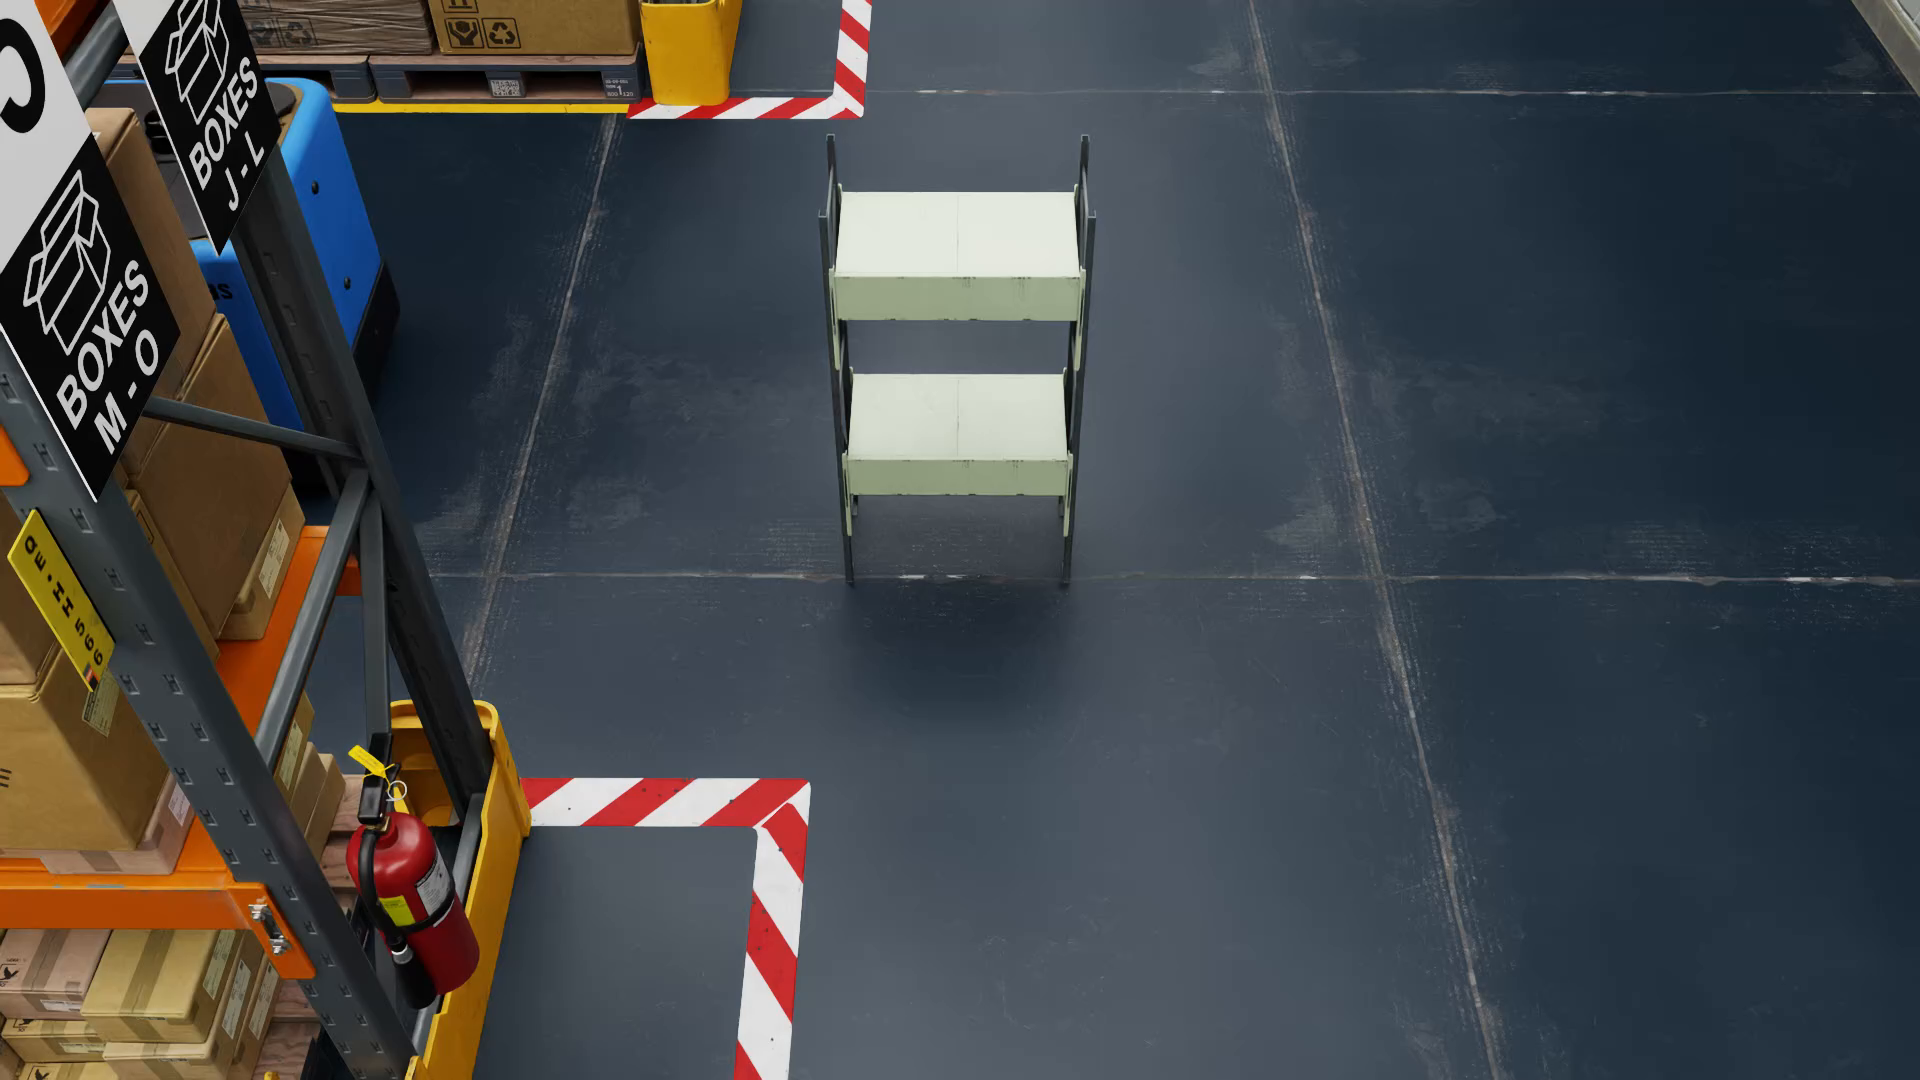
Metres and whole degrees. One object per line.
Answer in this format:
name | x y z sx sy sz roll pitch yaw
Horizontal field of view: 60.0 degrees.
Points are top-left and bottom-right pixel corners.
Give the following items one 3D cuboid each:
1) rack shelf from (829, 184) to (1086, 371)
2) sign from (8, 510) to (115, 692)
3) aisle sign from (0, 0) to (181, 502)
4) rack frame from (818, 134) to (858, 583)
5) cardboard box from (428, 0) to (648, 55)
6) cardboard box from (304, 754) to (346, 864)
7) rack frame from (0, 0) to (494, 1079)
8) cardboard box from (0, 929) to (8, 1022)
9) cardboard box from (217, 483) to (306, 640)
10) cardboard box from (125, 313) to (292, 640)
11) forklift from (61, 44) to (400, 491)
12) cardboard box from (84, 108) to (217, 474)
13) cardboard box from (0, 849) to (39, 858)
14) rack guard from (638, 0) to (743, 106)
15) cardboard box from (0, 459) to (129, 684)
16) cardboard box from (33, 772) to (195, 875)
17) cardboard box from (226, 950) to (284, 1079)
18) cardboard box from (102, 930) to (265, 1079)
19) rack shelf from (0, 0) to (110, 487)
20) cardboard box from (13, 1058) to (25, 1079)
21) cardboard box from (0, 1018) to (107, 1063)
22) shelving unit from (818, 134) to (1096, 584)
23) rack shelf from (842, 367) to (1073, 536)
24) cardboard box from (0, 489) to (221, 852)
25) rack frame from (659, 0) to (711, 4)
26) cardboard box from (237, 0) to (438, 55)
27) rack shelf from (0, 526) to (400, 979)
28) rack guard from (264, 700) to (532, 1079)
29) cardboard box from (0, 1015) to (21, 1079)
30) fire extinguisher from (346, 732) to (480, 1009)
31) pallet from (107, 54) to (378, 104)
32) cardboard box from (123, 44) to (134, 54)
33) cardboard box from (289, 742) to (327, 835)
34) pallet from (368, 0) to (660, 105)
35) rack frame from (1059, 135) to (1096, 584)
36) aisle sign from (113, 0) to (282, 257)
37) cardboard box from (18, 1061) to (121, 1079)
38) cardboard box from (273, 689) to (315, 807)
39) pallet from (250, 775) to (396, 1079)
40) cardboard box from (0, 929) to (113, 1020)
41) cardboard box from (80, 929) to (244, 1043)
rack shelf | -0.007 -0.777 4.915 0.720 0.370 0.431 0 47 0
sign | -1.401 0.100 2.601 0.005 0.325 0.100 0 47 0
aisle sign | -1.307 -0.470 2.362 0.004 0.787 0.394 0 47 0
rack frame | -0.373 -0.512 5.202 0.023 1.500 0.400 0 47 0
cardboard box | -1.899 -2.797 7.469 0.875 0.875 0.875 0 47 0
cardboard box | -1.901 0.788 4.628 0.250 0.149 0.380 1 47 1
rack frame | -1.379 0.196 3.519 0.127 3.000 1.000 0 47 0
cardboard box | -2.420 1.055 3.973 0.250 0.149 0.380 -1 47 -1
cardboard box | -1.701 0.041 3.835 0.250 0.149 0.380 0 47 0
cardboard box | -1.827 -0.143 3.562 0.500 0.500 0.500 2 47 2
forklift | -3.686 -1.505 5.148 3.031 2.935 1.130 -1 47 -1
cardboard box | -1.827 -0.476 3.189 0.500 0.500 0.500 0 47 0
cardboard box | -1.954 0.459 3.445 0.250 0.149 0.380 0 47 0
rack guard | -1.235 -2.583 7.813 0.348 0.500 1.175 0 47 0
cardboard box | -1.837 -0.100 2.839 0.500 0.500 0.500 -1 47 -1
cardboard box | -1.706 0.487 3.419 0.250 0.149 0.380 0 47 0
cardboard box | -1.906 1.175 4.268 0.250 0.149 0.380 1 47 1
cardboard box | -1.908 1.130 4.106 0.250 0.149 0.380 -1 47 -1
rack shelf | -3.379 -0.587 2.689 4.000 0.370 1.077 0 47 0
cardboard box | -2.427 1.185 4.259 0.250 0.149 0.380 0 47 0
cardboard box | -2.169 1.090 4.144 0.250 0.149 0.380 -1 47 -1
shelving unit | -0.007 -0.511 5.201 0.755 1.500 0.431 0 47 0
rack shelf | -0.007 -0.289 5.440 0.720 0.370 0.431 0 47 0
cardboard box | -1.829 0.247 3.199 0.500 0.500 0.500 1 47 1
rack frame | -1.259 -3.435 6.898 0.127 3.000 1.000 0 47 0
cardboard box | -2.809 -2.799 7.471 0.875 0.875 0.875 0 47 0
rack shelf | -3.379 0.435 3.787 4.000 0.370 1.077 0 47 0
rack guard | -1.455 1.047 4.434 0.348 0.500 1.175 0 47 0
cardboard box | -2.427 1.130 4.107 0.250 0.149 0.380 -2 47 -1
fire extinguisher | -1.129 0.688 3.368 0.183 0.674 0.296 0 47 0
pallet | -3.276 -2.435 7.872 1.213 0.211 1.003 0 47 0
cardboard box | -3.699 -2.802 7.473 0.875 0.875 0.875 0 47 0
cardboard box | -1.902 0.733 4.476 0.250 0.149 0.380 2 47 2
pallet | -2.059 -2.429 7.867 1.213 0.211 1.003 0 47 0
rack frame | 0.359 -0.510 5.200 0.023 1.500 0.400 0 47 0
aisle sign | -1.305 -0.909 2.771 0.004 0.787 0.394 0 47 0
cardboard box | -2.163 1.249 4.199 0.250 0.149 0.380 1 47 1
cardboard box | -1.901 0.571 4.423 0.250 0.149 0.380 -2 47 -2
pallet | -2.267 1.117 4.566 1.213 0.211 1.003 0 47 0
cardboard box | -2.160 0.963 4.059 0.250 0.149 0.380 1 47 1
cardboard box | -1.909 1.005 4.019 0.250 0.149 0.380 1 47 1
